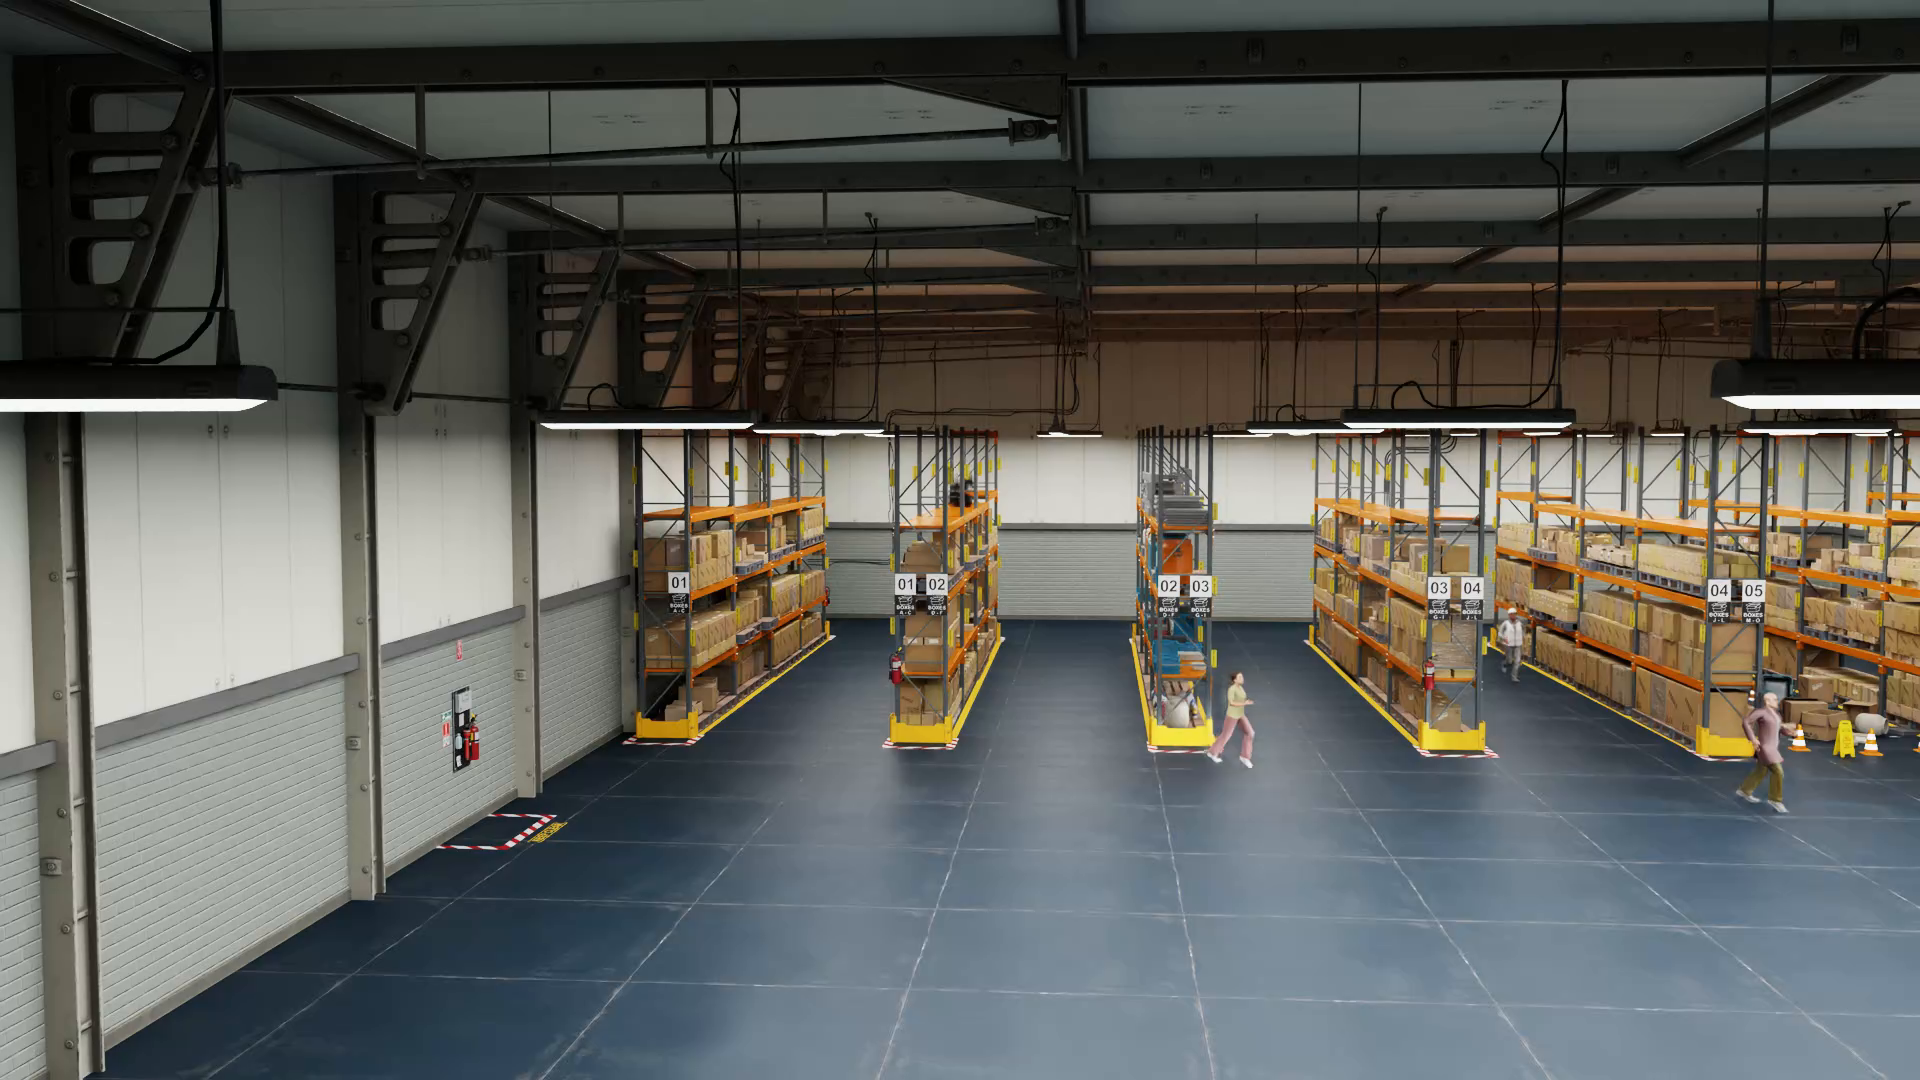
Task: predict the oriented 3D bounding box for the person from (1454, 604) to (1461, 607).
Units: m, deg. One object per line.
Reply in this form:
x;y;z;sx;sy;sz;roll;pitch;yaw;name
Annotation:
13.452;2.175;44.816;0.689;1.736;0.565;0;3;7;person

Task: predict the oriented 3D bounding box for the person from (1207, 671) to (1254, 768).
4.783;3.135;29.195;0.865;1.709;0.584;3;4;38;person

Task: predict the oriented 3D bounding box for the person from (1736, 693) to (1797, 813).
12.535;3.291;25.883;0.873;1.828;0.688;3;5;44;person

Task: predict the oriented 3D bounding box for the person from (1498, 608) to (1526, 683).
13.152;2.491;39.539;0.677;1.737;0.808;0;3;0;person
